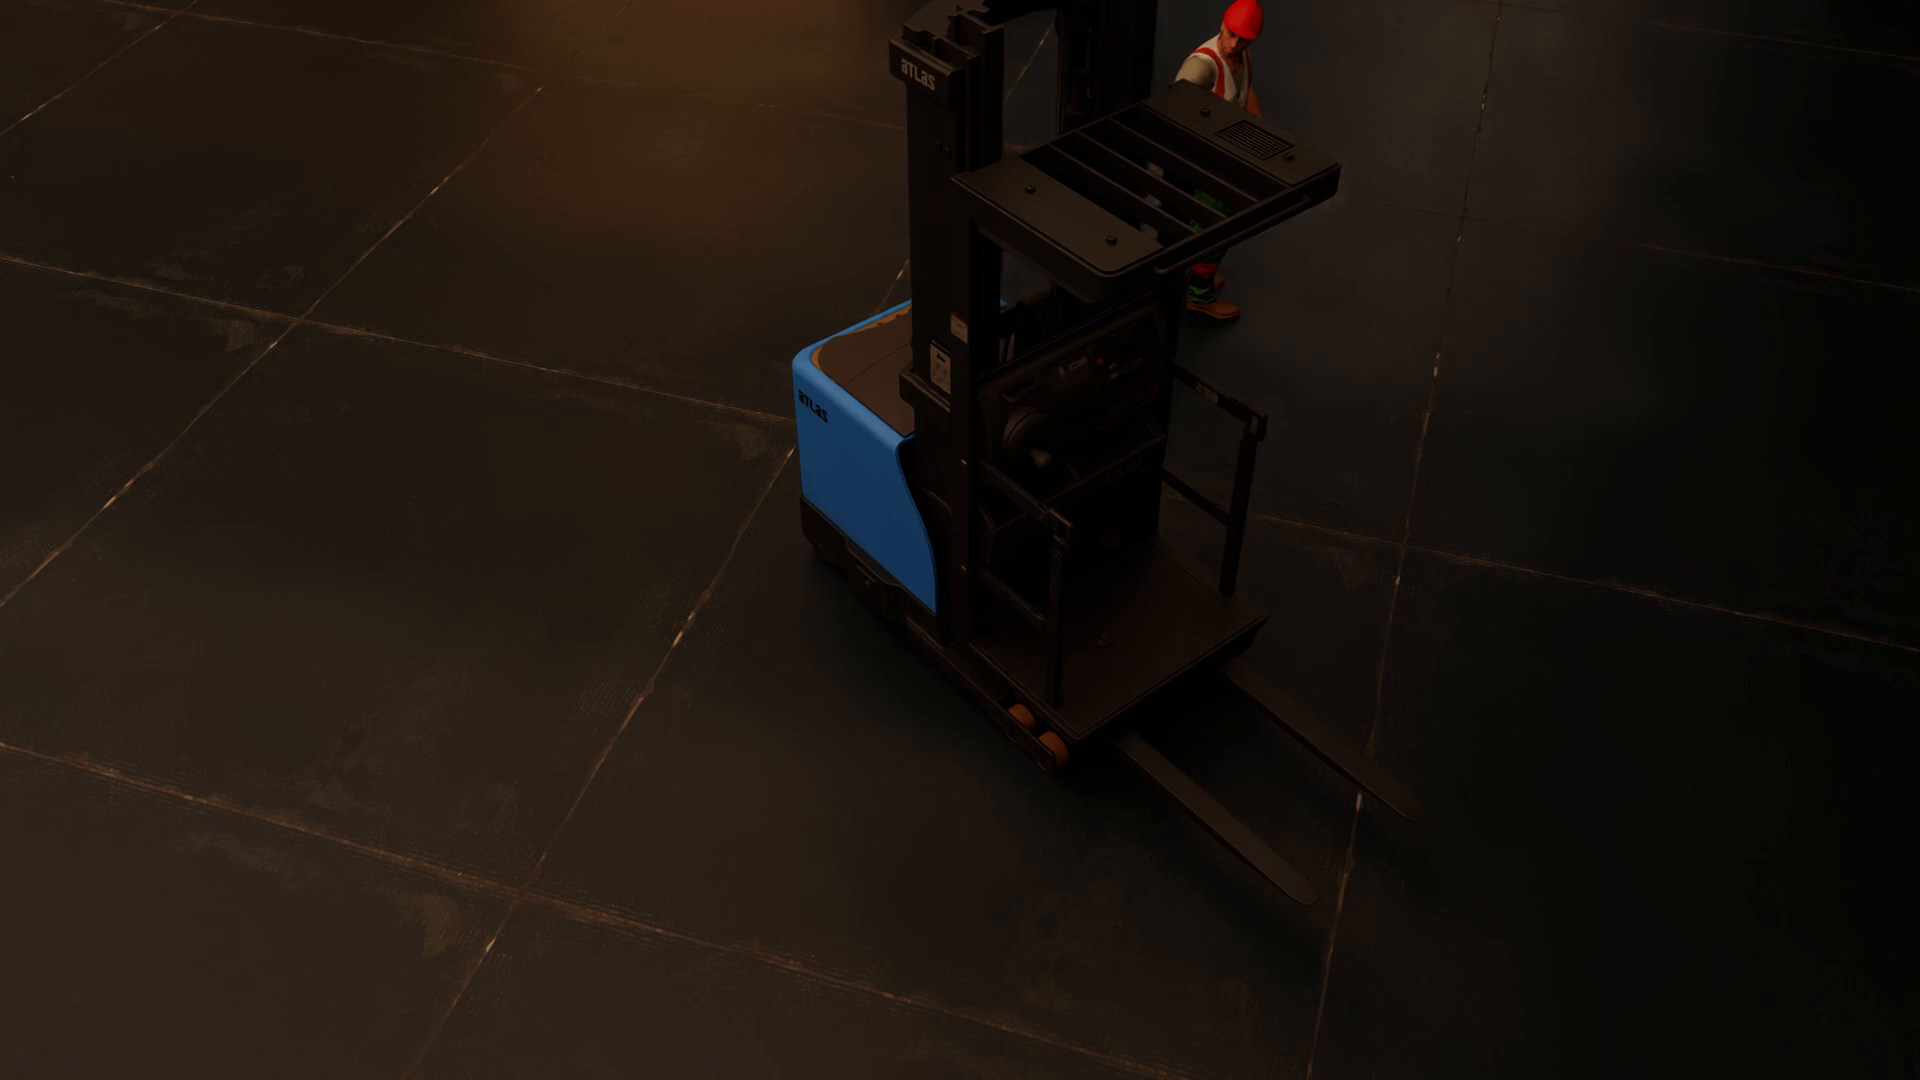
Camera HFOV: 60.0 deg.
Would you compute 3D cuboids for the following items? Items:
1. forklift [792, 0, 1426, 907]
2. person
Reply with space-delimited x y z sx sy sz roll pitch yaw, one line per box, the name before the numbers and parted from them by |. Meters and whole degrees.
forklift | 0.579 -0.512 6.240 1.130 2.935 3.031 -29 50 -28
person | 1.373 -2.010 8.736 0.515 1.736 0.747 21 47 21
